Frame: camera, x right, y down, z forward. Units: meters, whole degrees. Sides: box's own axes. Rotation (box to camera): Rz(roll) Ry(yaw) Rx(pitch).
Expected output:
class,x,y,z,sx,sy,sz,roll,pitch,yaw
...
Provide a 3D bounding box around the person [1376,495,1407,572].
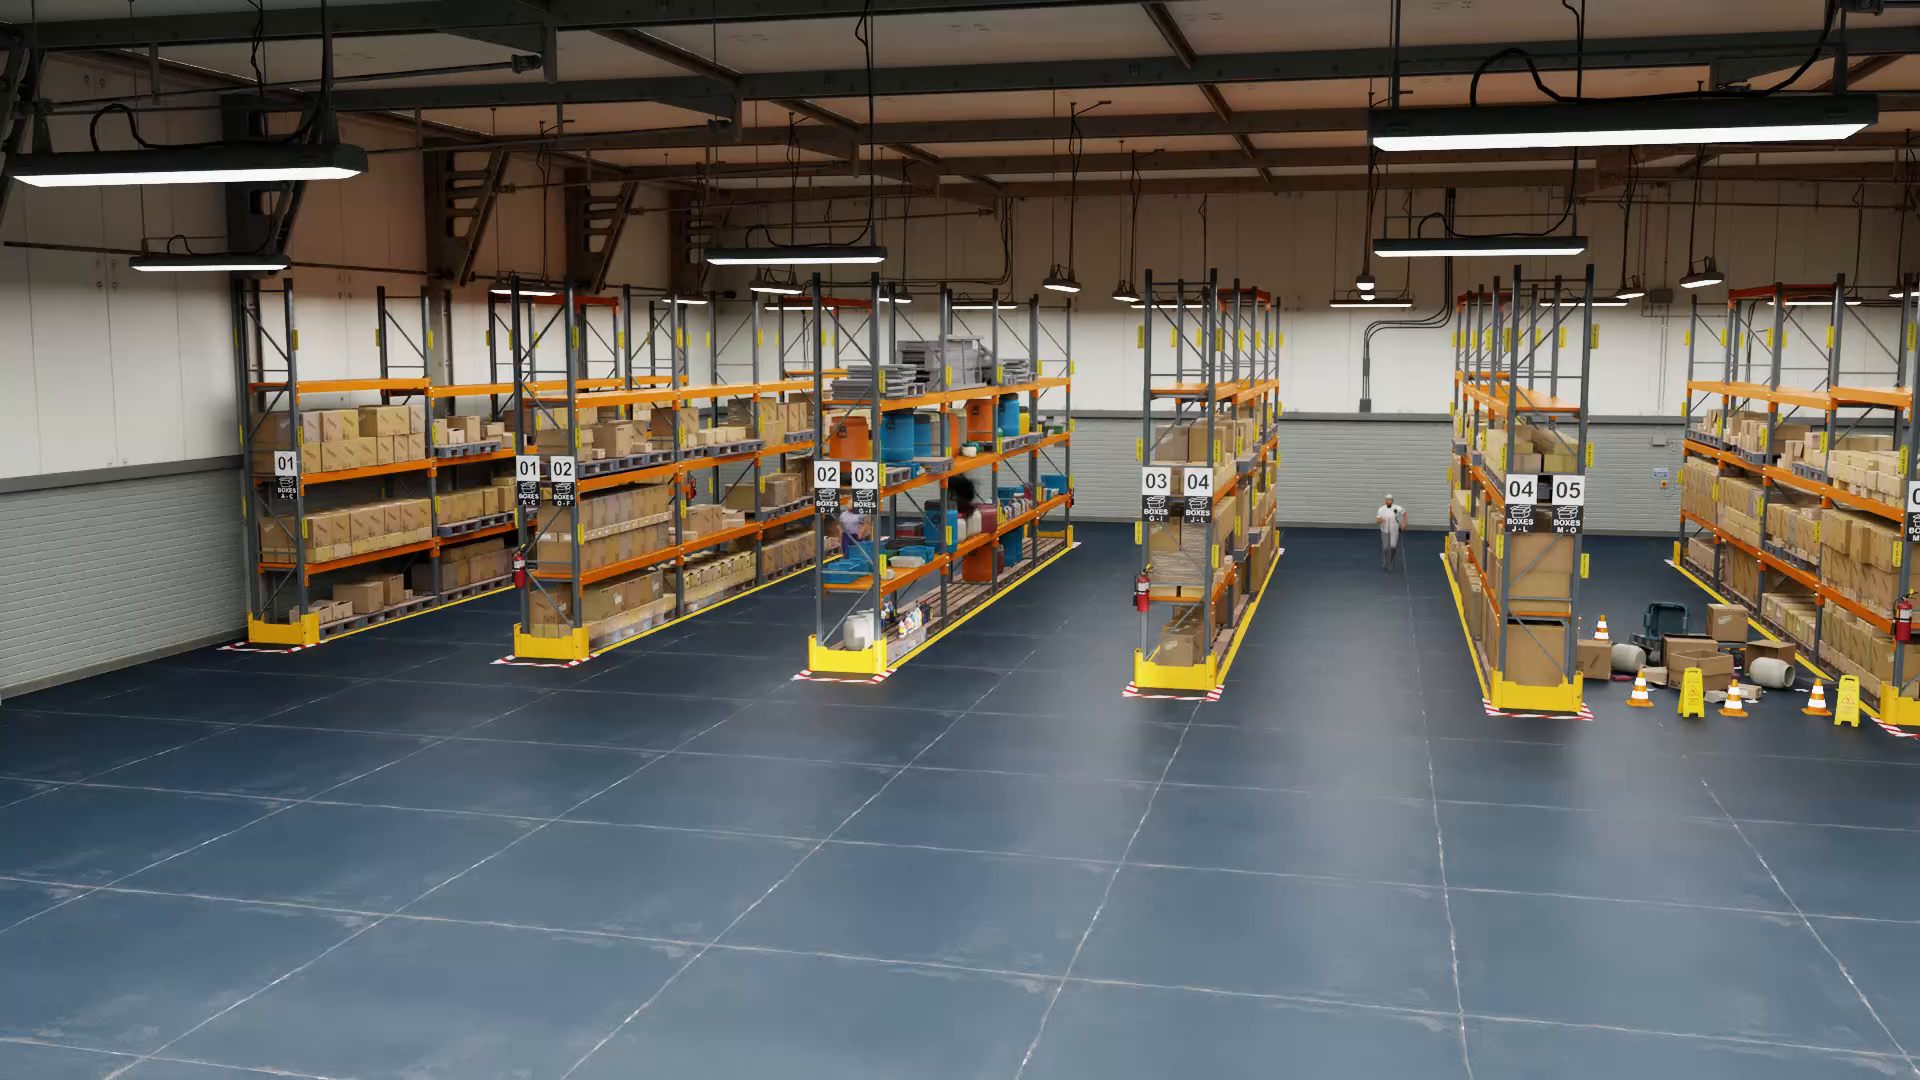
class,x,y,z,sx,sy,sz,roll,pitch,yaw
person,9.383,-0.156,36.233,0.613,1.684,0.856,3,8,24

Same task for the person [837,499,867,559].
class,x,y,z,sx,sy,sz,roll,pitch,yaw
person,-2.146,0.053,32.678,0.585,1.552,0.534,0,7,4
